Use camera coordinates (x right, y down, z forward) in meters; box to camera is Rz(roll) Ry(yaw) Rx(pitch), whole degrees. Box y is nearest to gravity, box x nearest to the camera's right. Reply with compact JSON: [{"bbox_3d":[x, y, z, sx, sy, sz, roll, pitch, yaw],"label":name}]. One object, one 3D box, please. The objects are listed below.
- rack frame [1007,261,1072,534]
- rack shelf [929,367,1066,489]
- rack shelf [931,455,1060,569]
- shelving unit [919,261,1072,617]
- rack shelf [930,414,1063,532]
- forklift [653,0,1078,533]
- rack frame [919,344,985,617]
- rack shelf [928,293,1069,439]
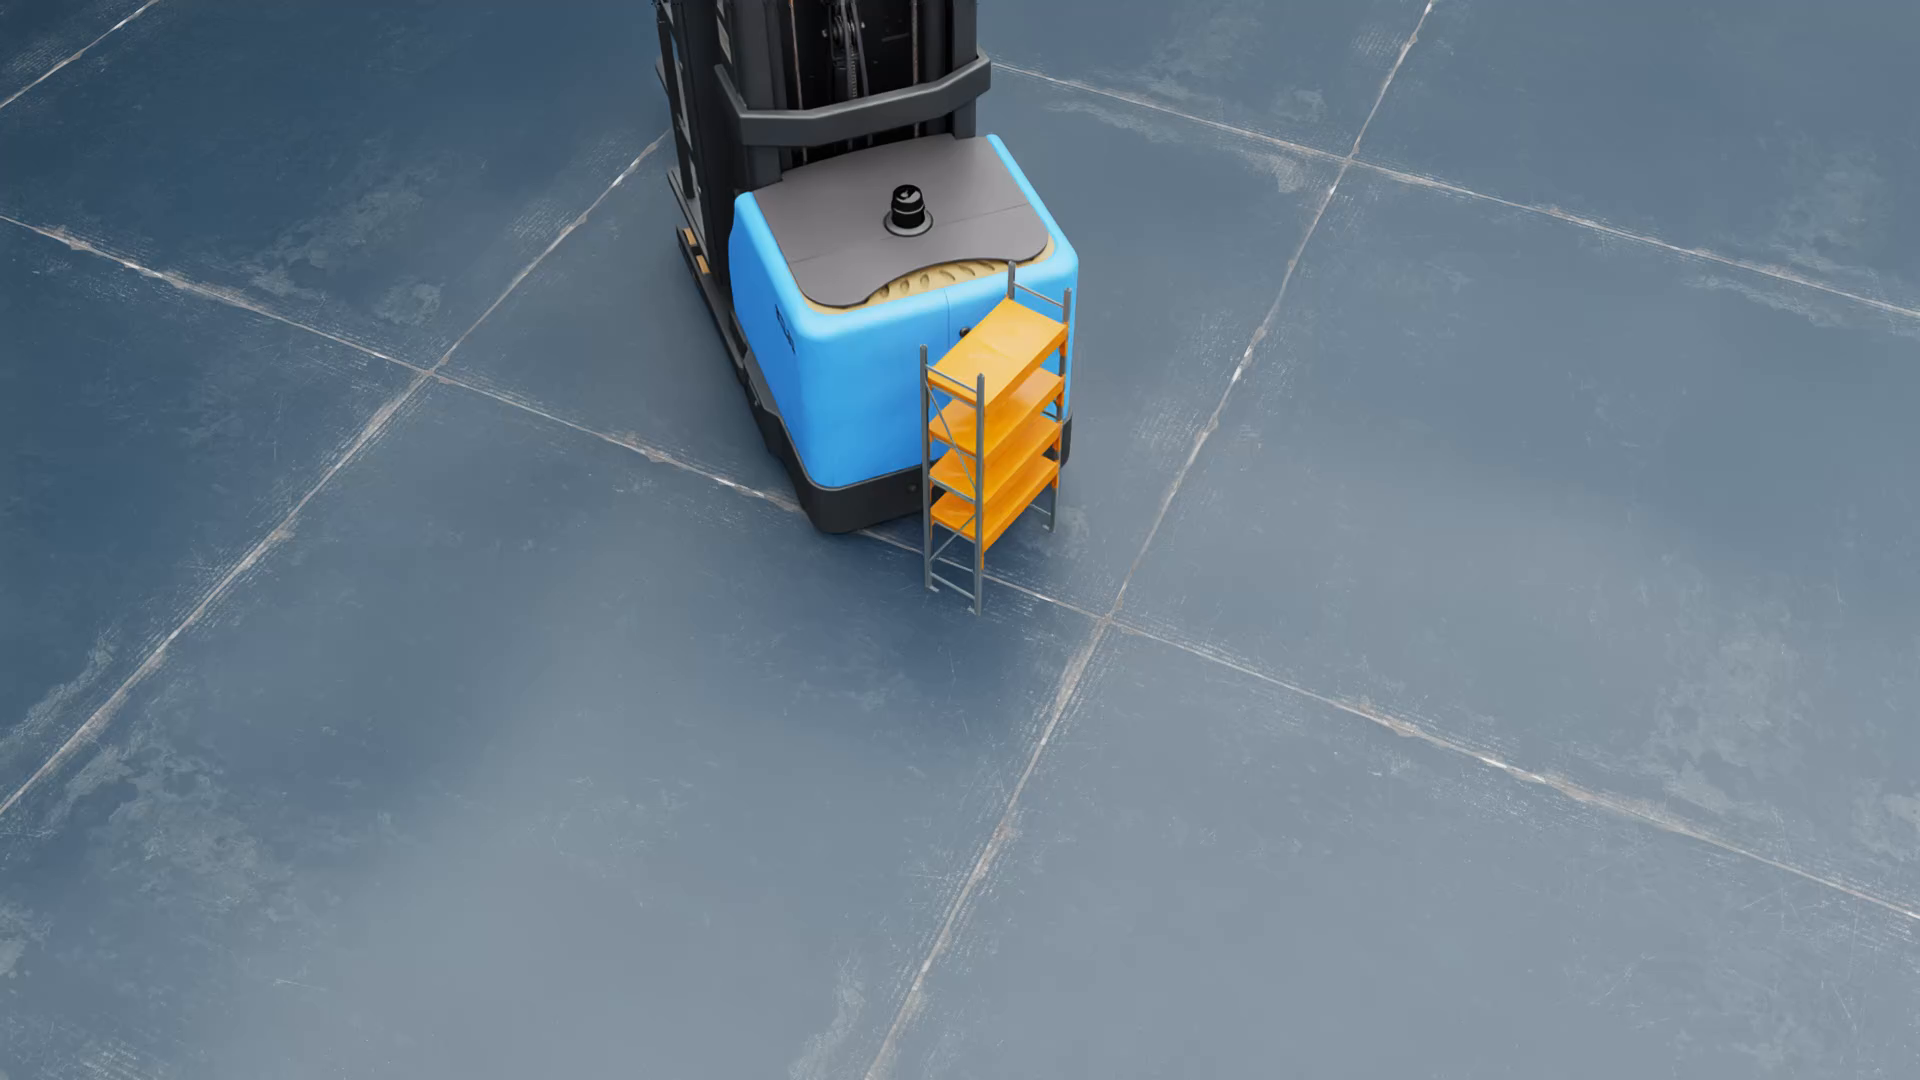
[{"bbox_3d":[0.259,-0.470,5.862,0.240,1.200,0.015,29,55,22],"label":"rack frame"},{"bbox_3d":[0.117,-0.420,5.614,0.258,0.148,0.480,29,55,22],"label":"rack shelf"},{"bbox_3d":[0.117,-0.146,5.936,0.258,0.148,0.480,29,55,22],"label":"rack shelf"},{"bbox_3d":[0.117,-0.319,5.733,0.258,1.200,0.503,29,55,22],"label":"shelving unit"},{"bbox_3d":[0.117,-0.275,5.785,0.258,0.148,0.480,29,55,22],"label":"rack shelf"},{"bbox_3d":[-0.585,-2.123,6.132,1.130,2.935,3.031,-17,52,-14],"label":"forklift"},{"bbox_3d":[-0.025,-0.168,5.605,0.240,1.200,0.015,29,55,22],"label":"rack frame"},{"bbox_3d":[0.117,-0.573,5.434,0.258,0.148,0.480,29,55,22],"label":"rack shelf"}]
